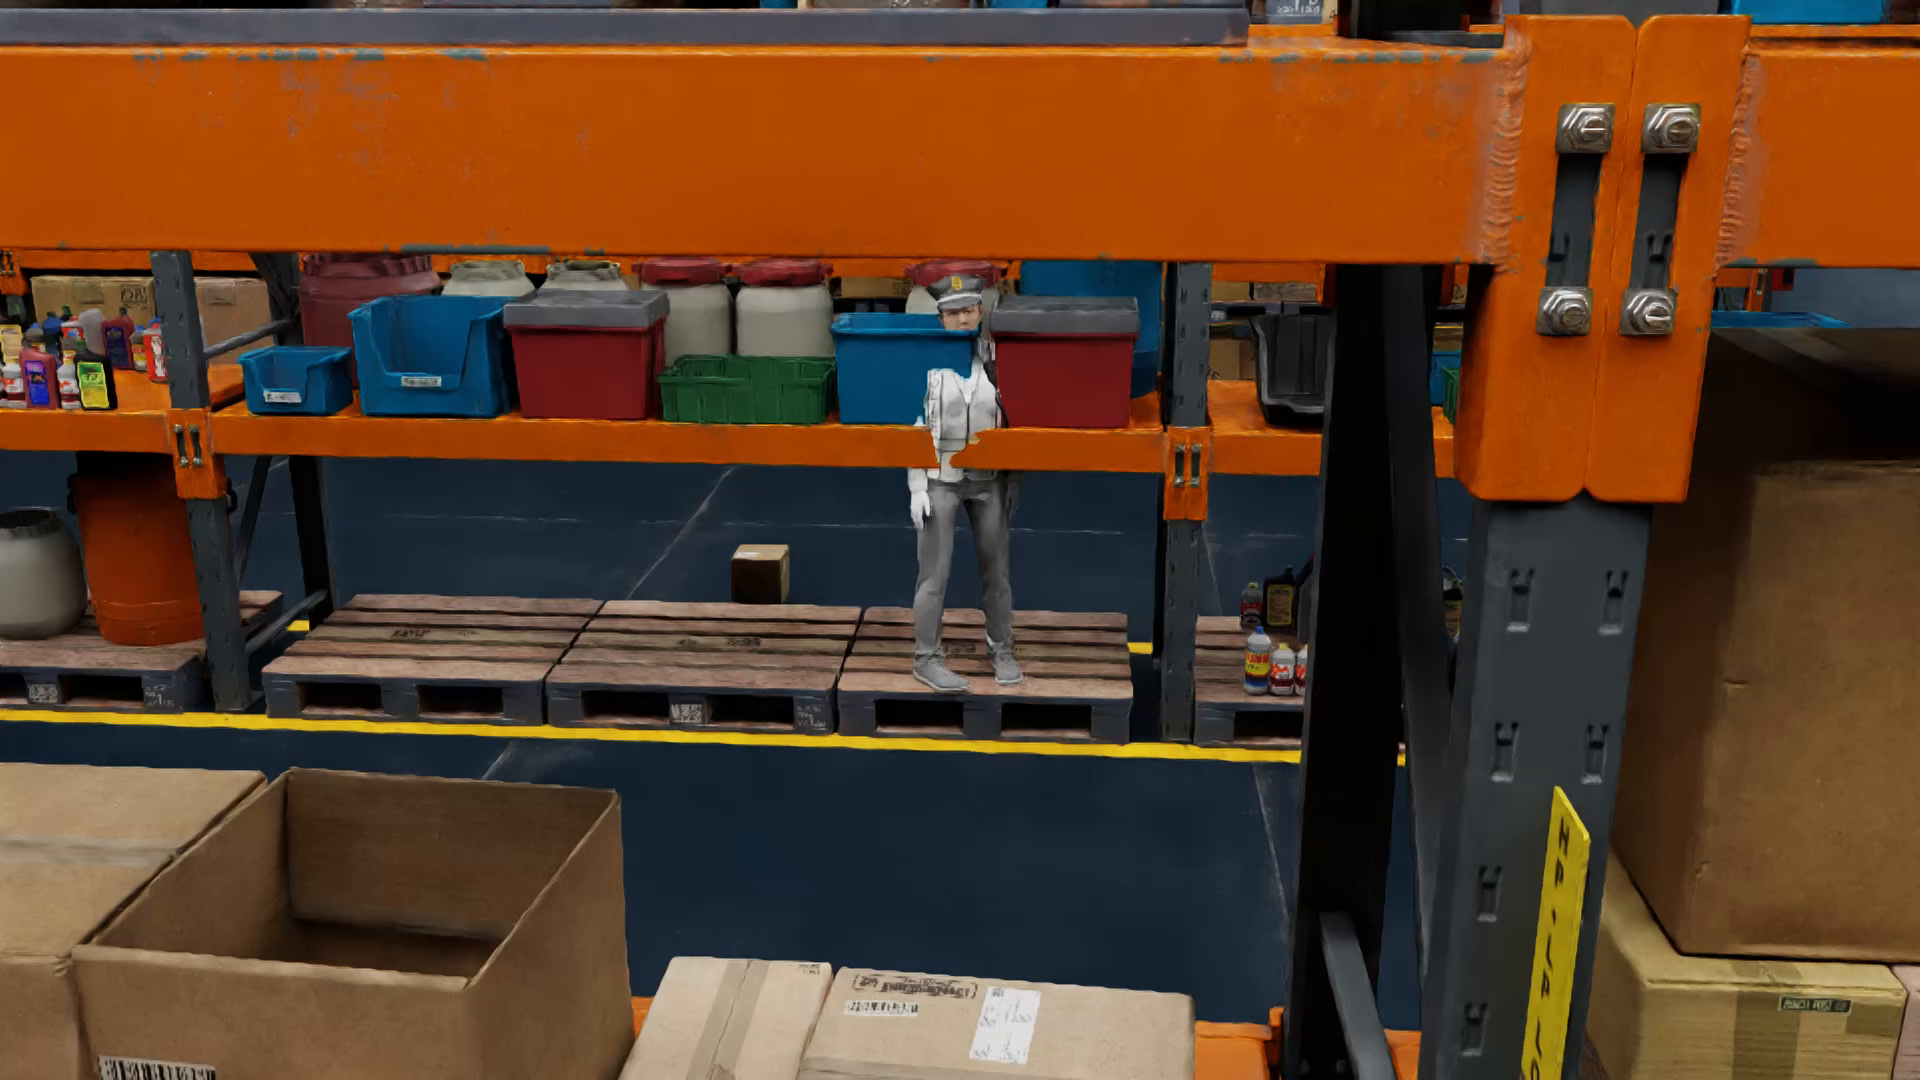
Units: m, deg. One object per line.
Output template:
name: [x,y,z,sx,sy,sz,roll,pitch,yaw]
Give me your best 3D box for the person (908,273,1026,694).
person: [0.031,-0.228,6.643,0.493,1.689,0.362,-3,18,-8]
